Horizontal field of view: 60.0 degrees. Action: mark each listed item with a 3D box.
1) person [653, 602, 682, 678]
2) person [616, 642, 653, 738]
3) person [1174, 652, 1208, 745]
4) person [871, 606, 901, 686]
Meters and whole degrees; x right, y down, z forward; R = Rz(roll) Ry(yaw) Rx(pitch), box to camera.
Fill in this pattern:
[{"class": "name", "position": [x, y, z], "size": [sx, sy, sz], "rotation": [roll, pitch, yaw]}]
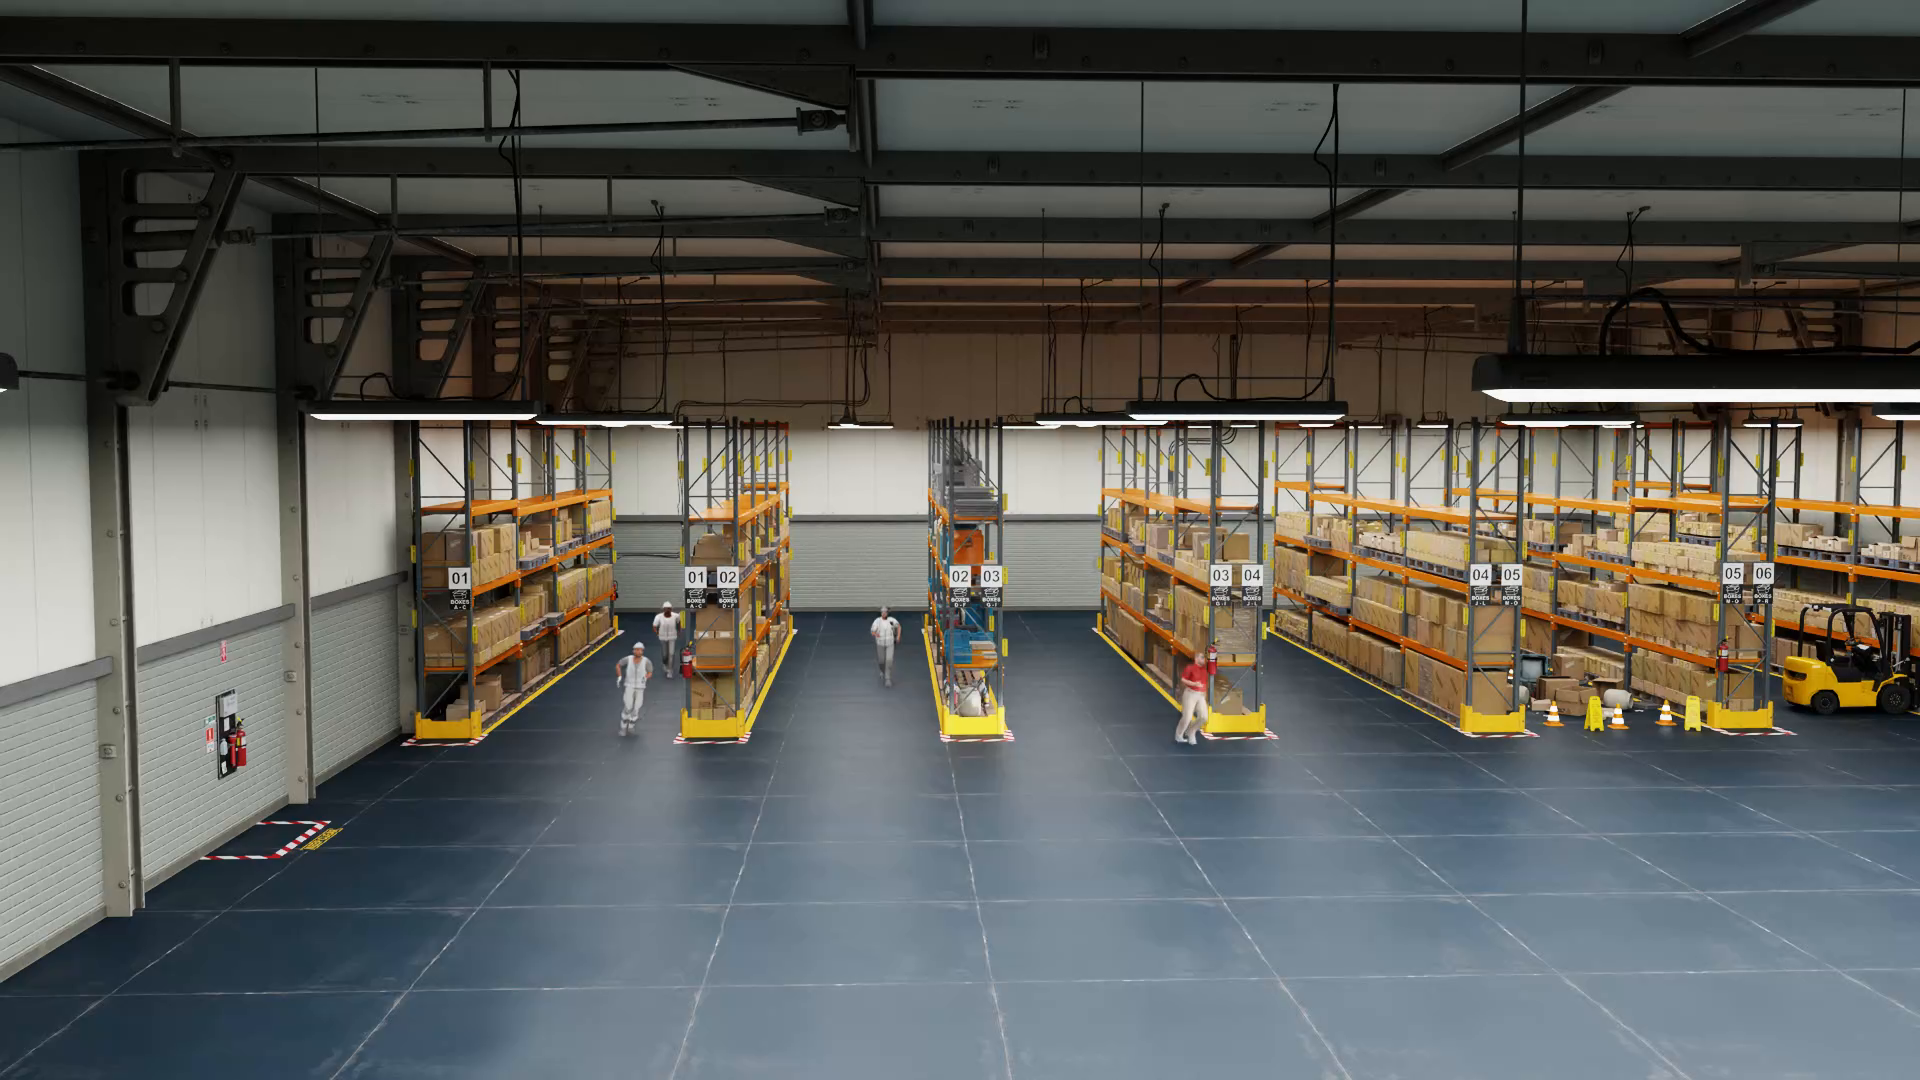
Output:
[{"class": "person", "position": [-6.826, 2.308, 38.838], "size": [0.681, 1.753, 0.955], "rotation": [-1, 4, -8]}, {"class": "person", "position": [-6.115, 2.802, 31.296], "size": [0.659, 1.770, 0.756], "rotation": [-1, 4, -19]}, {"class": "person", "position": [4.352, 2.908, 30.489], "size": [0.666, 1.712, 0.657], "rotation": [-2, 4, -28]}, {"class": "person", "position": [-1.686, 2.368, 37.754], "size": [0.675, 1.768, 1.032], "rotation": [0, 4, 0]}]
